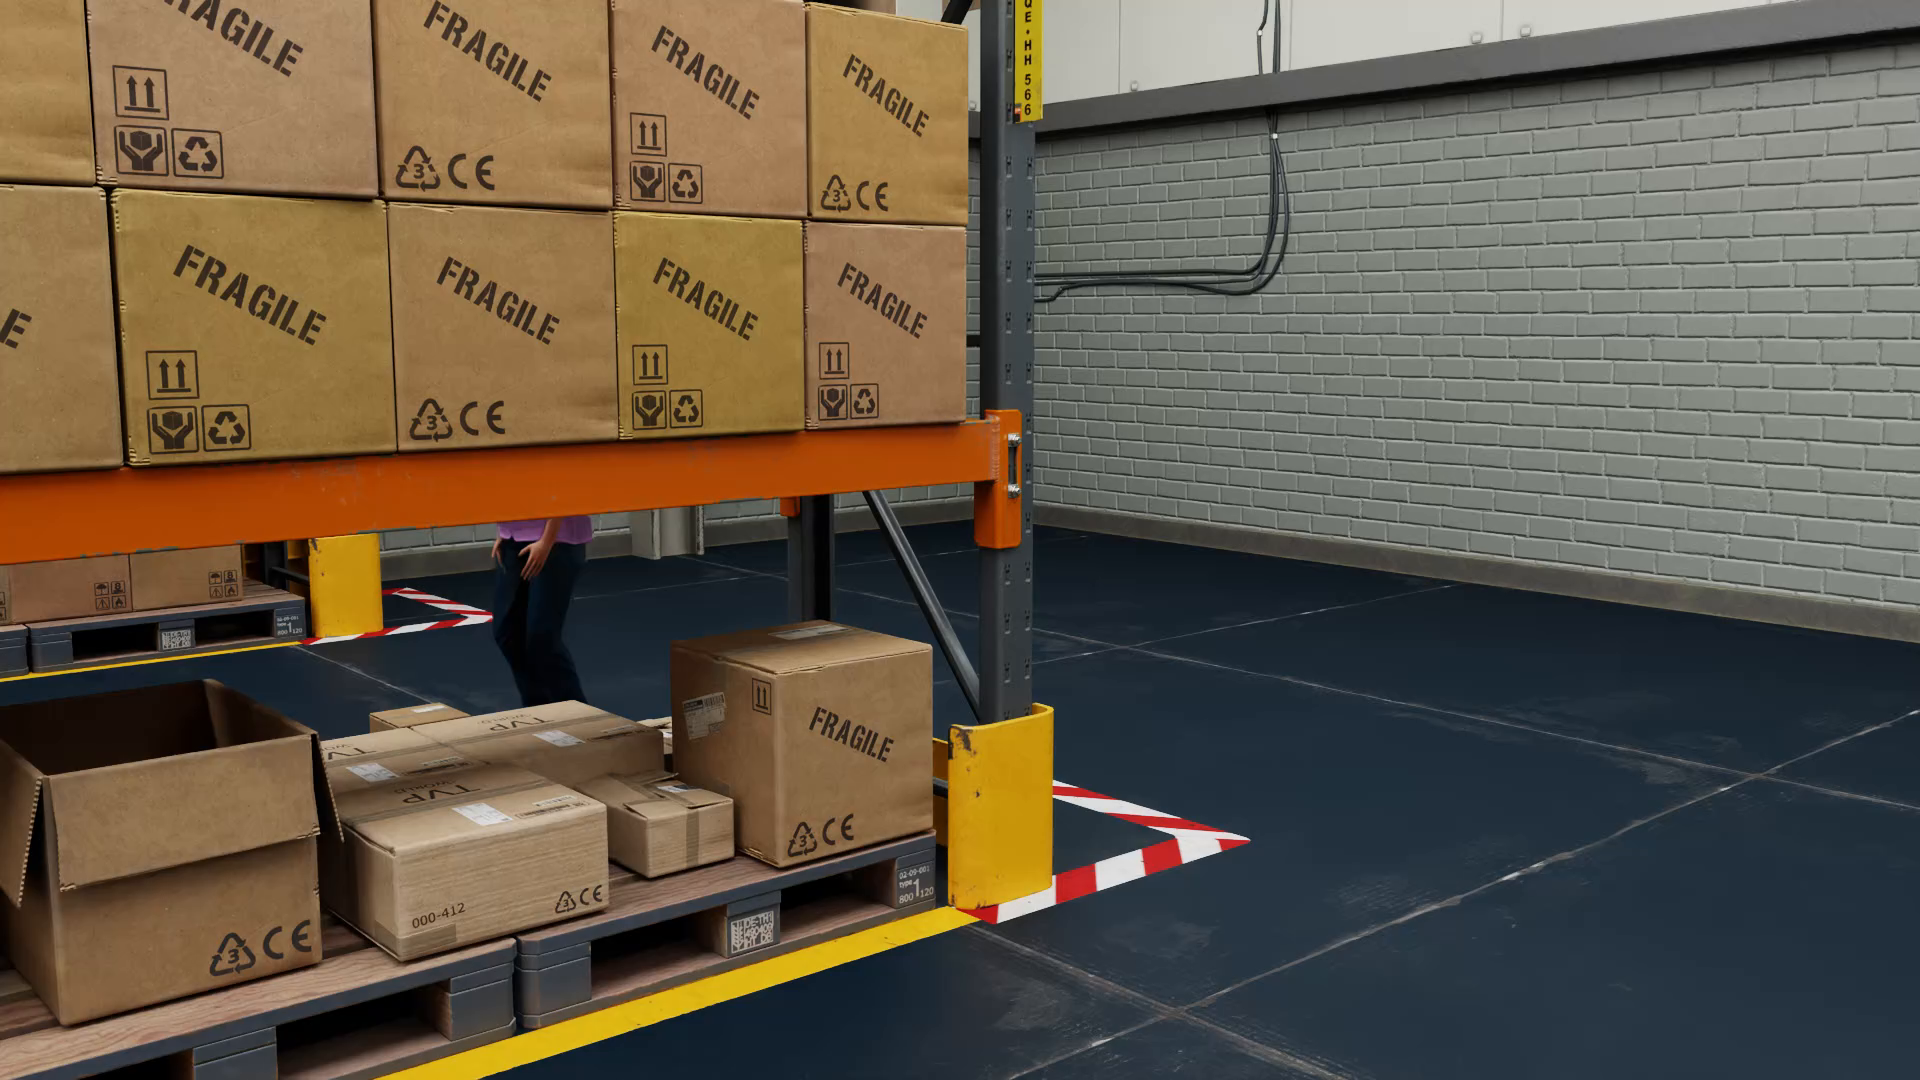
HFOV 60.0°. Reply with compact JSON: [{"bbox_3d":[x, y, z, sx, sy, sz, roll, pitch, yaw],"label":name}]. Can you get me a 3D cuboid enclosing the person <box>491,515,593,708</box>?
[{"bbox_3d":[-1.465,0.027,5.820,0.354,1.556,0.420,-7,10,-43],"label":"person"}]
